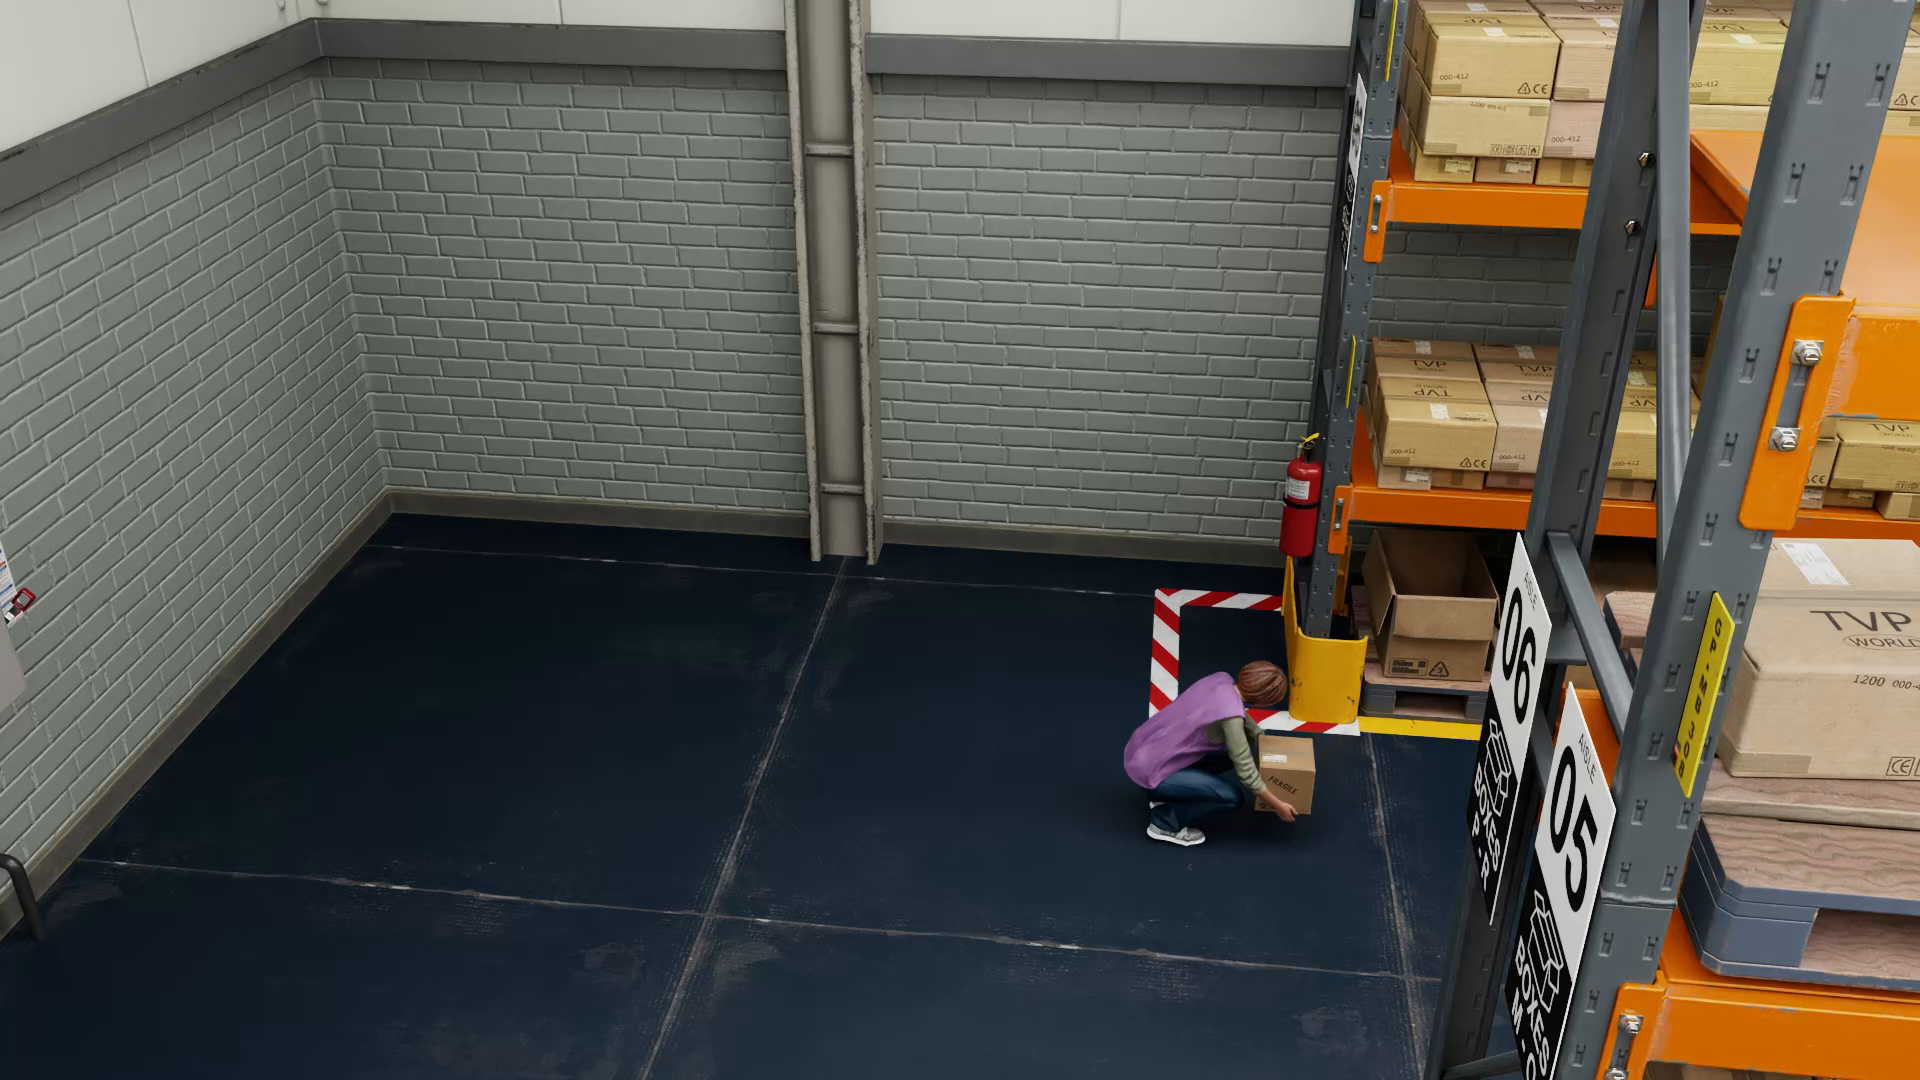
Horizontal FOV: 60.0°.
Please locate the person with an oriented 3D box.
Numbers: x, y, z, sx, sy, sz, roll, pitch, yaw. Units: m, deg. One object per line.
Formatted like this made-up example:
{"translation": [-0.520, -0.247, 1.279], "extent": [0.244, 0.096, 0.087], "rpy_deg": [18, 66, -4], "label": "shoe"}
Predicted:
{"translation": [1.160, 0.958, 7.633], "extent": [0.824, 0.894, 0.427], "rpy_deg": [3, 29, 5], "label": "person"}
